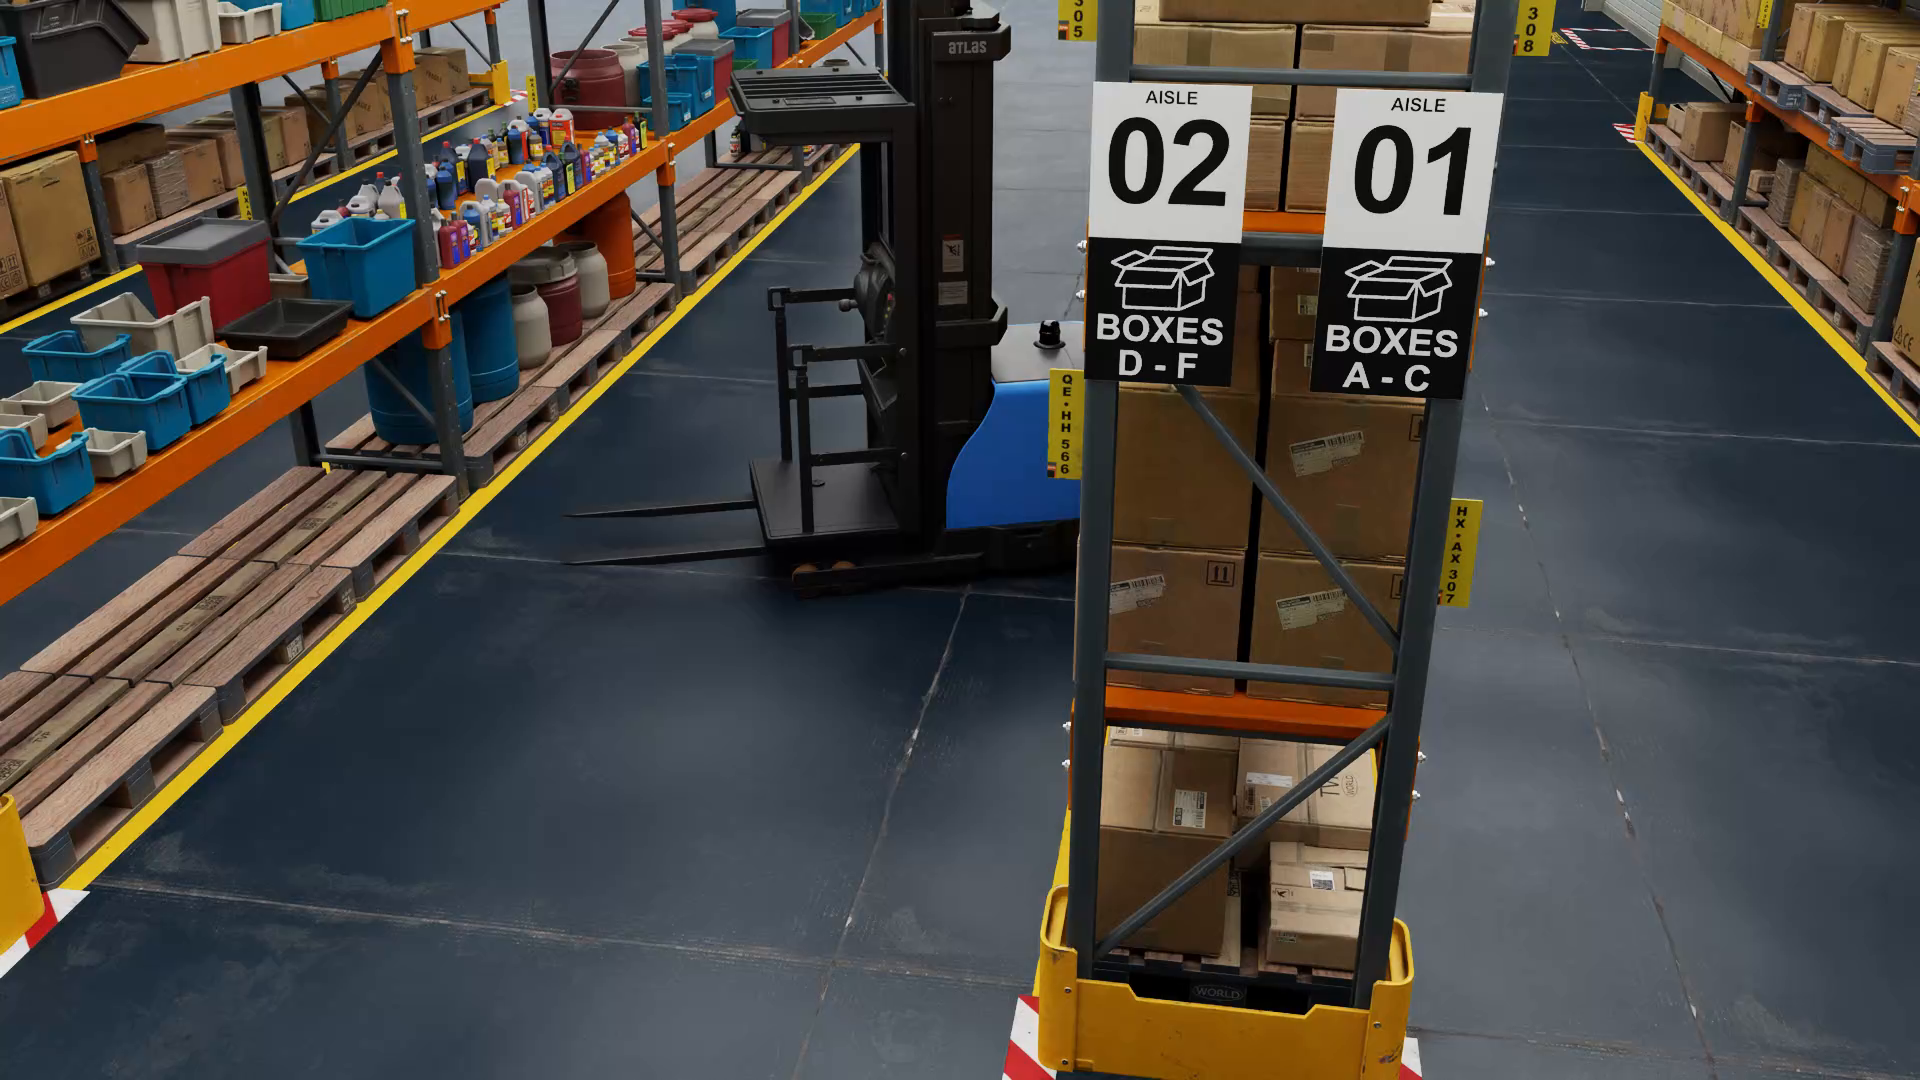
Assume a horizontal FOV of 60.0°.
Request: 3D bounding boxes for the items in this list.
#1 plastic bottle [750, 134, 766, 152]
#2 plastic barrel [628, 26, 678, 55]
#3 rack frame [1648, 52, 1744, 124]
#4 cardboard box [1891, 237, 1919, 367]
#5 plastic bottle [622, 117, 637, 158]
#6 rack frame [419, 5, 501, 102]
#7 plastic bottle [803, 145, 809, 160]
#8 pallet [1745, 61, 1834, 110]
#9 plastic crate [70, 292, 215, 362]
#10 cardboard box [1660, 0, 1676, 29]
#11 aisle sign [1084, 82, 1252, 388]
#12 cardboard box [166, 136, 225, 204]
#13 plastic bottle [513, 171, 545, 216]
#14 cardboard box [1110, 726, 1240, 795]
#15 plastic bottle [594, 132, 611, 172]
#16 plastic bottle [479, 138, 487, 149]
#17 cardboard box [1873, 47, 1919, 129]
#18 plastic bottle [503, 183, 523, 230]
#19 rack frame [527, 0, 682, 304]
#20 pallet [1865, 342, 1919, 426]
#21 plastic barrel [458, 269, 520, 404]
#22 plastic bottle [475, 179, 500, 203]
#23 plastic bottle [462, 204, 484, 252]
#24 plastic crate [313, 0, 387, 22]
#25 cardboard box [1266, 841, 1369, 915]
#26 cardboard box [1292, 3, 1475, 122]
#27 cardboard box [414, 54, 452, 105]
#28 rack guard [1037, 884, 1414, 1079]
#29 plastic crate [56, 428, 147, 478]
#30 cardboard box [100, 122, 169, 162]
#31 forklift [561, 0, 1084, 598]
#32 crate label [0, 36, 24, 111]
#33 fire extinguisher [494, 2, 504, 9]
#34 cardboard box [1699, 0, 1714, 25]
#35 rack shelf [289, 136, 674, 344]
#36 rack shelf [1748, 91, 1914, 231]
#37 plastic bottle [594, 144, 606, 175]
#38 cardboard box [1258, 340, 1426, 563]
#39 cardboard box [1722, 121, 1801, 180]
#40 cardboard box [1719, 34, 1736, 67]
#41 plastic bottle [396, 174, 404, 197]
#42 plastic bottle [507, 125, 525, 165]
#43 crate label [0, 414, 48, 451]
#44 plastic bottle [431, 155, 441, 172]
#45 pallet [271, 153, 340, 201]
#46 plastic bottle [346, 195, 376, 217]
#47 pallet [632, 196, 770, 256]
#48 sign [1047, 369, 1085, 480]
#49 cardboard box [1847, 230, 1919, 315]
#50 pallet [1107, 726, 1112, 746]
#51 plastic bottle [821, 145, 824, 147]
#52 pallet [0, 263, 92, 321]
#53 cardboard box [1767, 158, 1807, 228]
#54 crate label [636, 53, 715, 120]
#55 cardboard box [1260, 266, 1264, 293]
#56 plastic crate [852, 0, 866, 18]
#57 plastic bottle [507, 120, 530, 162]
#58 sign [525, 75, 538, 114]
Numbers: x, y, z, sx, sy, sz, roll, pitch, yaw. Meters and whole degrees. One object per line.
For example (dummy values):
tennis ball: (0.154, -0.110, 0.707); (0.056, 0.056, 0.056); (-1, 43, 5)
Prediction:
plastic bottle: (-2.119, -4.251, 17.399); (0.144, 0.351, 0.185); (4, 25, 9)
plastic barrel: (-2.646, -4.161, 14.440); (0.433, 0.535, 0.433); (0, 25, 0)
rack frame: (8.345, -5.958, 18.441); (1.000, 3.000, 0.127); (4, 25, 9)
cardboard box: (6.788, -1.531, 11.022); (0.750, 0.750, 0.750); (4, 25, 8)
plastic bottle: (-2.419, -2.951, 12.154); (0.061, 0.283, 0.133); (4, 25, 9)
rack frame: (-6.315, -6.988, 20.641); (1.000, 3.000, 0.127); (4, 25, 9)
plastic bottle: (-1.598, -4.038, 17.039); (0.097, 0.271, 0.097); (0, 25, 0)
pallet: (7.423, -3.889, 14.247); (1.003, 0.211, 1.213); (4, 25, 9)
plastic crate: (-3.821, -0.974, 7.861); (0.437, 0.282, 0.530); (4, 25, 9)
cardboard box: (7.952, -5.717, 18.080); (0.500, 0.250, 0.500); (3, 25, 7)
aisle sign: (0.529, -0.778, 4.308); (0.394, 0.787, 0.004); (4, 25, 9)
cardboard box: (-7.369, -3.461, 15.536); (0.700, 0.500, 0.500); (6, 26, 13)
plastic bottle: (-2.749, -2.221, 10.604); (0.152, 0.276, 0.135); (4, 25, 9)
cardboard box: (0.873, 0.798, 6.731); (0.500, 0.250, 0.500); (4, 25, 9)
plastic bottle: (-2.520, -2.736, 11.708); (0.097, 0.271, 0.097); (0, 25, 0)
plastic bottle: (-3.323, -2.649, 11.523); (0.097, 0.271, 0.097); (0, 25, 0)
cardboard box: (7.169, -3.290, 12.104); (0.700, 0.500, 0.500); (2, 25, 4)
plastic bottle: (-2.764, -2.068, 10.268); (0.061, 0.283, 0.133); (4, 25, 9)
rack frame: (-2.736, -3.299, 12.760); (1.000, 3.000, 0.127); (4, 25, 9)
pallet: (6.834, -1.025, 11.191); (1.003, 0.211, 1.213); (4, 25, 9)
plastic barrel: (-3.169, -1.388, 10.658); (0.600, 0.901, 0.708); (4, 25, 9)
plastic bottle: (-2.937, -2.135, 10.419); (0.152, 0.276, 0.135); (4, 25, 9)
plastic bottle: (-2.871, -1.838, 9.789); (0.097, 0.271, 0.097); (0, 25, 0)
plastic crate: (-3.161, -2.690, 8.171); (0.450, 0.188, 0.662); (4, 25, 9)
cardboard box: (1.291, 1.220, 5.929); (0.380, 0.166, 0.250); (4, 25, 9)
cardboard box: (1.183, -1.322, 4.585); (0.500, 0.250, 0.500); (4, 25, 9)
cardboard box: (-6.498, -5.534, 19.987); (0.500, 0.500, 0.500); (11, 27, 22)
rack guard: (0.855, 1.492, 5.473); (1.175, 0.500, 0.348); (4, 25, 9)
plastic crate: (-3.434, -0.353, 6.707); (0.250, 0.136, 0.298); (4, 25, 9)
cardboard box: (-7.466, -3.554, 14.849); (0.500, 0.250, 0.500); (7, 26, 14)
forklift: (-0.616, -1.274, 8.514); (3.031, 2.935, 1.130); (-5, 26, -11)
crate label: (-3.574, -1.608, 5.784); (0.408, 0.251, 0.502); (4, 25, 9)
fire extinguisher: (-5.842, -6.969, 20.691); (0.296, 0.674, 0.183); (4, 25, 9)
cardboard box: (7.717, -5.422, 16.564); (0.500, 0.500, 0.500); (5, 26, 10)
rack shelf: (-3.063, -2.137, 11.125); (1.077, 0.370, 4.000); (4, 25, 9)
rack shelf: (7.364, -3.123, 13.233); (1.077, 0.370, 4.000); (4, 25, 9)
plastic bottle: (-2.536, -2.663, 11.636); (0.097, 0.201, 0.097); (0, 25, 0)
cardboard box: (1.175, -0.274, 4.999); (0.500, 0.500, 0.500); (5, 26, 10)
cardboard box: (7.821, -3.789, 16.237); (0.500, 0.500, 0.500); (2, 25, 5)
cardboard box: (7.559, -4.654, 15.807); (0.500, 0.250, 0.500); (4, 25, 9)
plastic bottle: (-3.390, -2.078, 10.210); (0.144, 0.351, 0.185); (4, 25, 9)
plastic bottle: (-3.187, -2.838, 11.926); (0.097, 0.271, 0.097); (0, 25, 0)
crate label: (-4.006, -0.453, 6.919); (0.396, 0.136, 0.243); (4, 25, 9)
plastic bottle: (-3.450, -2.377, 10.928); (0.061, 0.283, 0.133); (4, 25, 9)
pallet: (-7.095, -3.726, 16.962); (1.003, 0.211, 1.213); (4, 25, 9)
plastic bottle: (-3.585, -1.910, 9.938); (0.152, 0.276, 0.135); (4, 25, 9)
pallet: (-2.370, -2.866, 15.124); (1.003, 0.211, 1.213); (4, 25, 9)
sign: (0.298, -0.323, 4.663); (0.100, 0.325, 0.005); (4, 25, 9)
cardboard box: (7.104, -1.984, 12.381); (0.700, 0.500, 0.500); (4, 25, 9)
pallet: (1.186, 0.781, 7.333); (1.003, 0.211, 1.213); (4, 25, 9)
plastic bottle: (-1.510, -4.359, 17.630); (0.144, 0.351, 0.185); (3, 25, 6)
pallet: (-7.826, -2.055, 13.391); (1.003, 0.211, 1.213); (4, 25, 9)
cardboard box: (7.587, -3.044, 14.644); (0.700, 0.500, 0.500); (5, 26, 10)
crate label: (-2.307, -3.712, 13.600); (0.502, 0.435, 0.616); (4, 25, 9)
cardboard box: (1.588, -1.336, 7.268); (0.500, 0.500, 0.500); (4, 25, 8)
plastic crate: (-1.327, -6.076, 18.868); (0.499, 0.251, 0.408); (4, 25, 9)
plastic bottle: (-3.202, -2.891, 12.034); (0.152, 0.276, 0.135); (4, 25, 9)
sign: (-3.280, -3.408, 12.800); (0.100, 0.325, 0.005); (4, 25, 9)
